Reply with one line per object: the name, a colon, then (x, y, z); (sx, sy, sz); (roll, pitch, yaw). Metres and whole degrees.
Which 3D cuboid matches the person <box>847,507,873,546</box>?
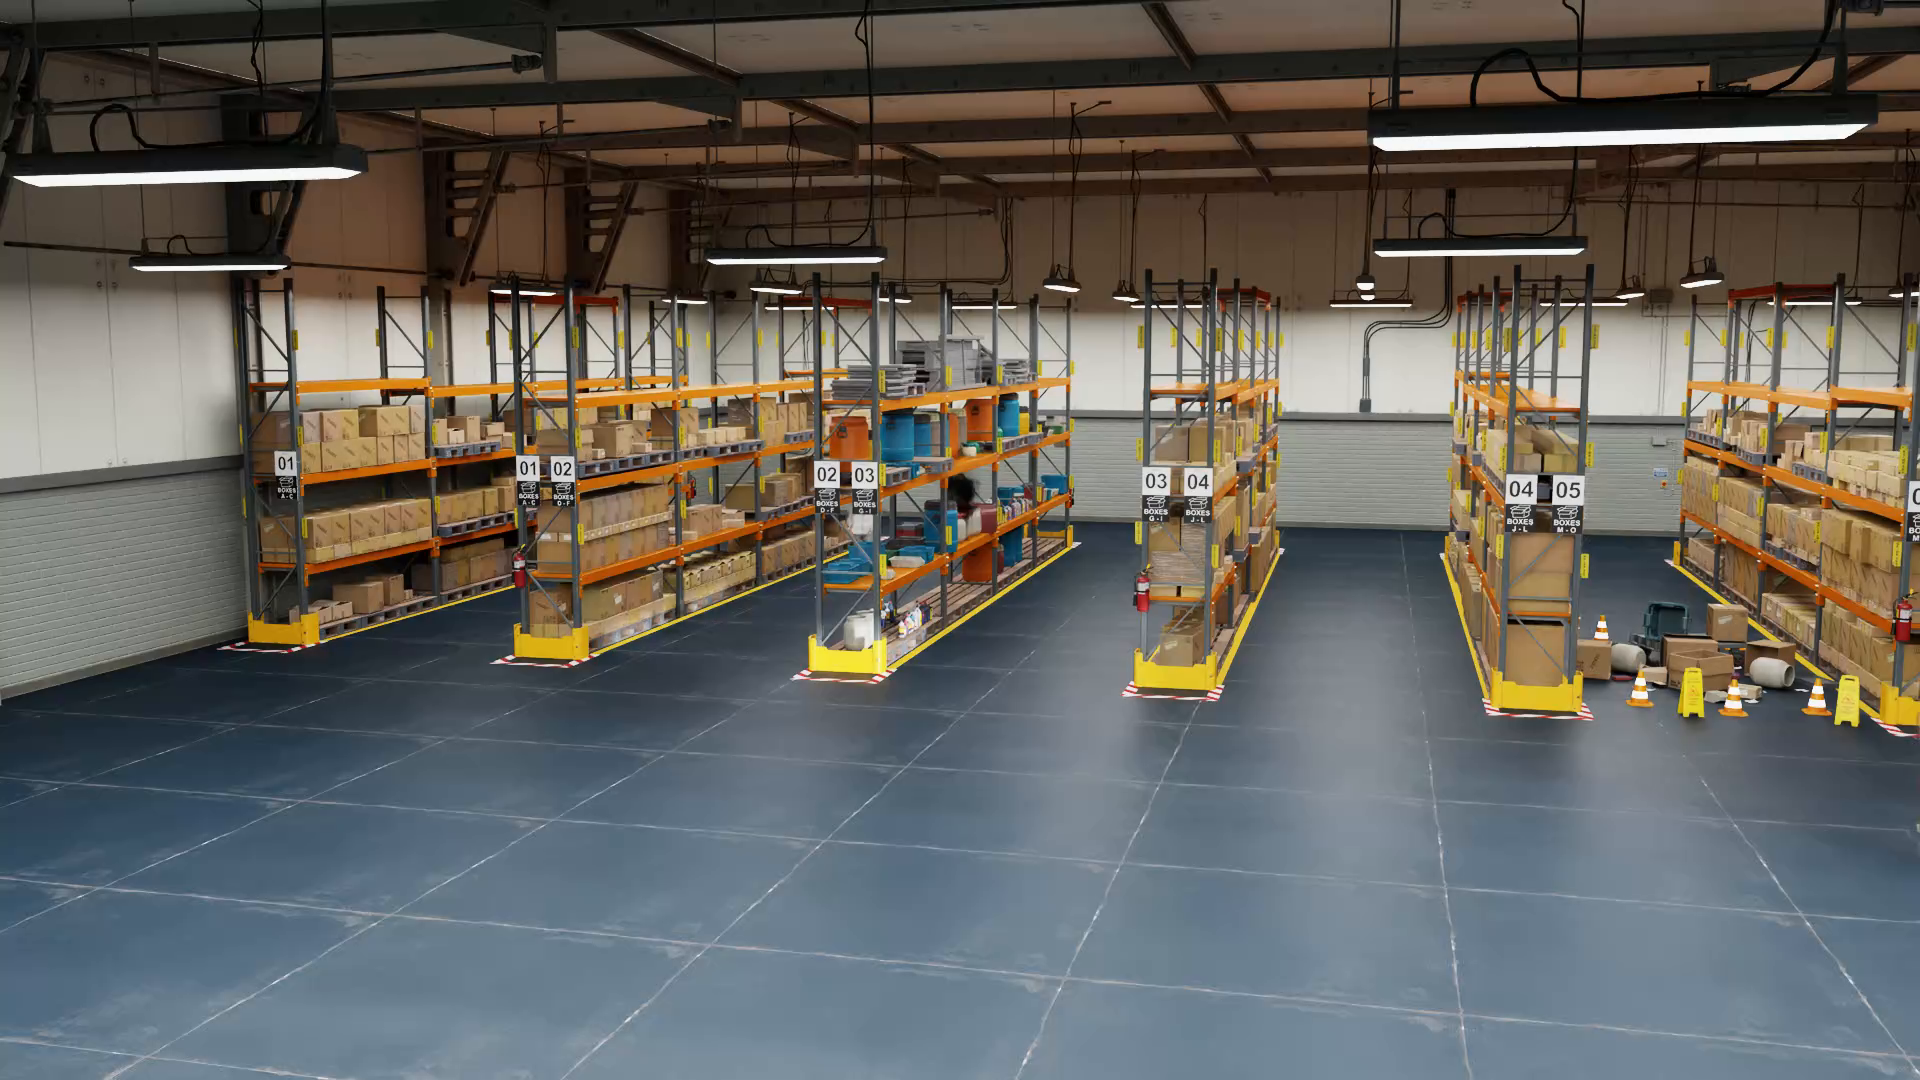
person: (-1.949, -0.148, 33.466); (0.659, 1.731, 0.585); (0, 7, -1)
